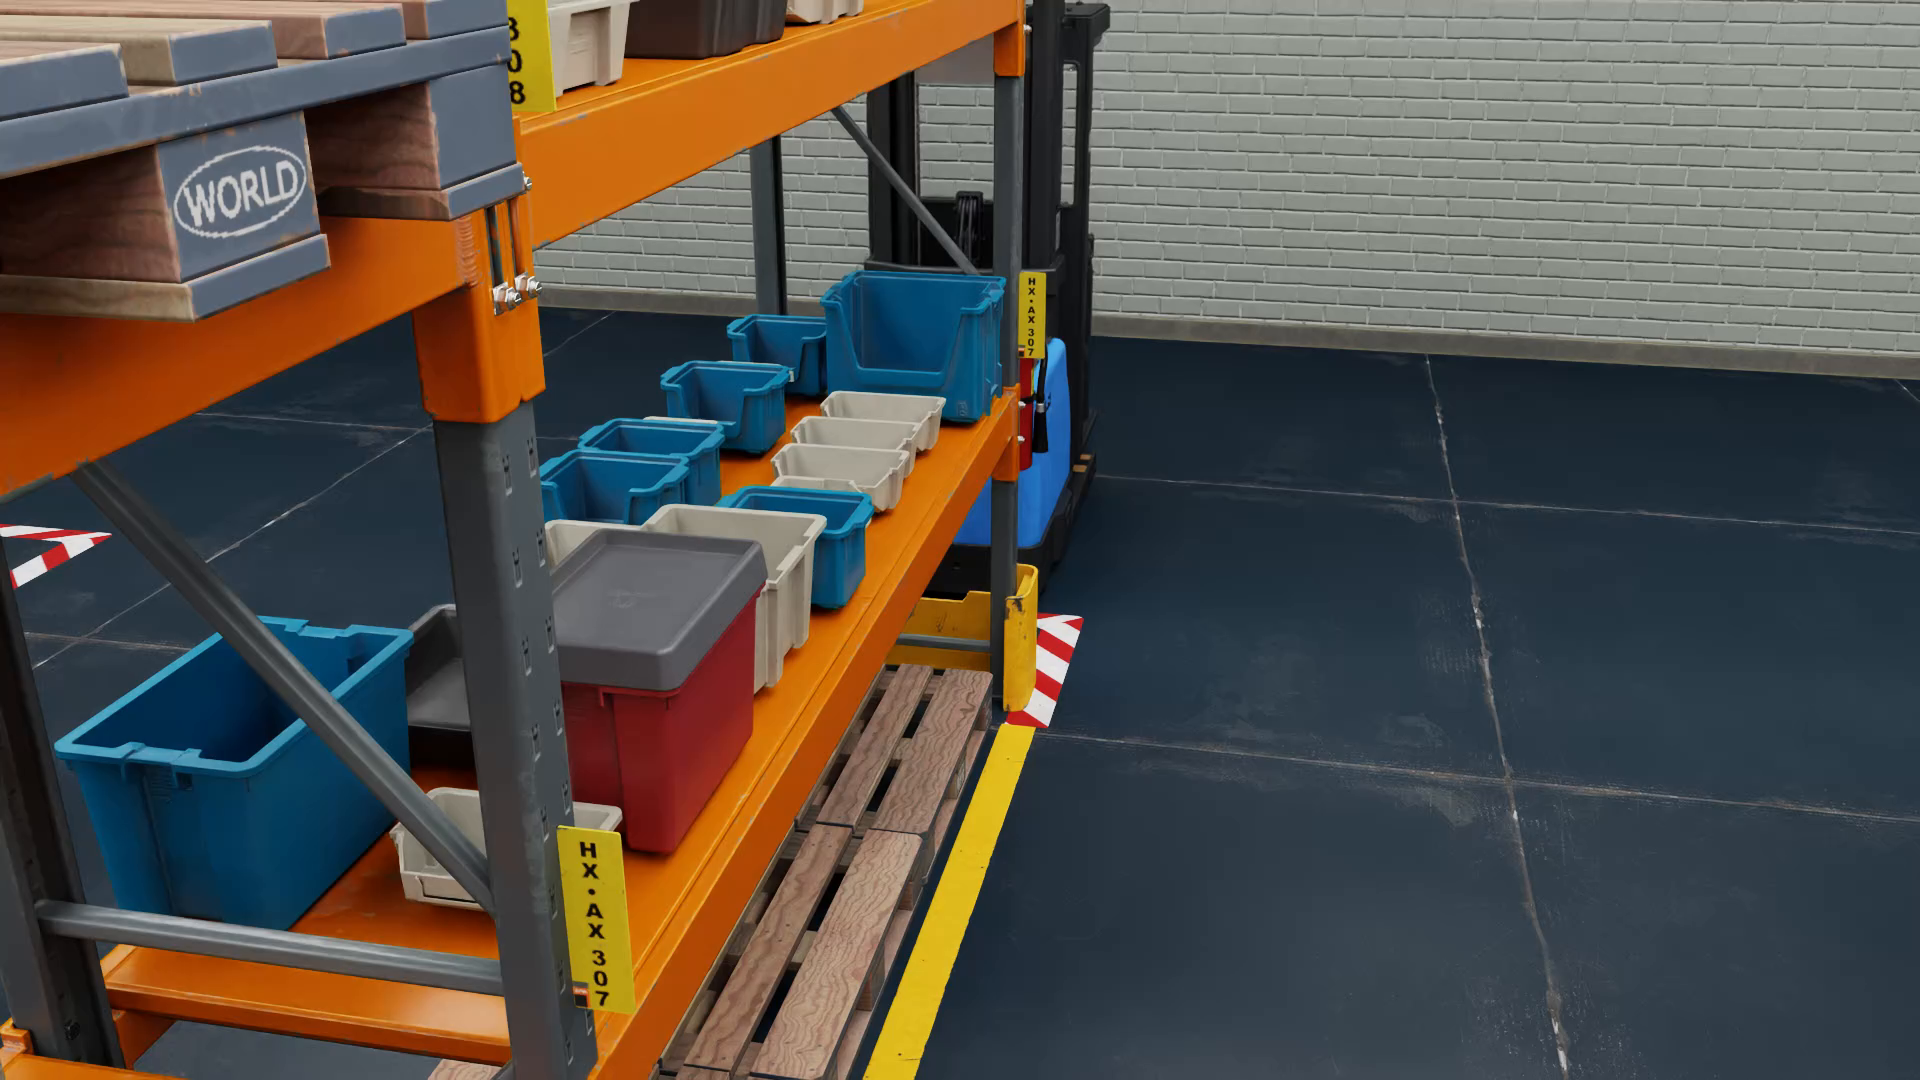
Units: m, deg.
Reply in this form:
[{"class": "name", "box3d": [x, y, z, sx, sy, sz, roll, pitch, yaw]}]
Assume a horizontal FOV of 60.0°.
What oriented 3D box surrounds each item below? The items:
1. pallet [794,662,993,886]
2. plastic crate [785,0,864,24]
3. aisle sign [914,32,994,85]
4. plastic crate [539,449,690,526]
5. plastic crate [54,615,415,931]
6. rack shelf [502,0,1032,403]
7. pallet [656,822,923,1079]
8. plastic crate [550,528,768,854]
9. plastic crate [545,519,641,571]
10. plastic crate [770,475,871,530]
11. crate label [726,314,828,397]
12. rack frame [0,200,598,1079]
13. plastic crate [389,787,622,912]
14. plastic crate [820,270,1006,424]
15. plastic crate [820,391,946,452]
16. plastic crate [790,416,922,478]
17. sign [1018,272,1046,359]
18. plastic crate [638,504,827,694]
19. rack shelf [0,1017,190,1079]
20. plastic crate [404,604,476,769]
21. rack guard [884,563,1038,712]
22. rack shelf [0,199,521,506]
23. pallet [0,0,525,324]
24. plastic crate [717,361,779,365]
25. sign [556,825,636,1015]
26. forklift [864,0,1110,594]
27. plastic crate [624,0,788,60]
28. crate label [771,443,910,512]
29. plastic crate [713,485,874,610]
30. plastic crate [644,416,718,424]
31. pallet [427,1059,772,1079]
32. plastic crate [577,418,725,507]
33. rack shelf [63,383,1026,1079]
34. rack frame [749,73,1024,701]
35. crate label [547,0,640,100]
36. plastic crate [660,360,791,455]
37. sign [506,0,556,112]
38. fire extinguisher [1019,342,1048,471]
[{"class": "pallet", "box3d": [-0.480, 0.796, 6.096, 1.003, 0.211, 1.213, 4, 22, 11]}, {"class": "plastic crate", "box3d": [-0.452, -1.291, 3.882, 0.437, 0.136, 0.530, 4, 22, 11]}, {"class": "aisle sign", "box3d": [0.028, -2.006, 5.841, 0.394, 0.787, 0.004, 4, 22, 11]}, {"class": "plastic crate", "box3d": [-0.976, -0.090, 4.706, 0.416, 0.233, 0.300, 4, 22, 11]}, {"class": "plastic crate", "box3d": [-1.328, 0.449, 3.164, 0.392, 0.384, 0.575, 4, 22, 11]}, {"class": "rack shelf", "box3d": [-0.681, -1.123, 4.074, 1.077, 0.370, 4.000, 4, 22, 11]}, {"class": "pallet", "box3d": [-0.731, 1.240, 4.991, 1.003, 0.211, 1.213, 4, 22, 11]}, {"class": "plastic crate", "box3d": [-0.662, 0.301, 3.424, 0.402, 0.464, 0.583, 4, 22, 11]}, {"class": "plastic crate", "box3d": [-1.028, 0.101, 4.360, 0.293, 0.136, 0.466, 4, 22, 11]}, {"class": "plastic crate", "box3d": [-0.411, -0.072, 4.789, 0.298, 0.136, 0.250, 4, 22, 11]}, {"class": "crate label", "box3d": [-0.646, -0.682, 6.175, 0.416, 0.233, 0.303, 4, 22, 11]}, {"class": "rack frame", "box3d": [-1.086, 0.667, 2.683, 0.949, 2.616, 0.053, 4, 22, 11]}, {"class": "plastic crate", "box3d": [-0.855, 0.601, 3.118, 0.396, 0.136, 0.243, 4, 22, 11]}, {"class": "plastic crate", "box3d": [-0.159, -0.704, 5.959, 0.616, 0.435, 0.499, 4, 22, 11]}, {"class": "plastic crate", "box3d": [-0.262, -0.390, 5.580, 0.396, 0.136, 0.243, 4, 22, 11]}, {"class": "plastic crate", "box3d": [-0.336, -0.285, 5.319, 0.396, 0.136, 0.243, 4, 22, 11]}, {"class": "sign", "box3d": [0.269, -0.836, 6.196, 0.100, 0.325, 0.005, 4, 22, 11]}, {"class": "plastic crate", "box3d": [-0.598, 0.149, 4.047, 0.437, 0.282, 0.530, 4, 22, 11]}, {"class": "rack shelf", "box3d": [-1.498, 1.731, 1.002, 1.077, 0.370, 4.000, 4, 22, 11]}, {"class": "plastic crate", "box3d": [-1.124, 0.336, 3.791, 0.437, 0.125, 0.590, 4, 22, 11]}, {"class": "rack guard", "box3d": [-0.281, 0.353, 6.808, 1.175, 0.500, 0.348, 4, 22, 11]}, {"class": "rack shelf", "box3d": [-1.498, 0.340, 0.442, 1.077, 0.370, 4.000, 4, 22, 11]}, {"class": "pallet", "box3d": [-1.154, -0.343, 1.429, 1.213, 0.211, 1.003, 4, 22, 11]}, {"class": "plastic crate", "box3d": [-0.792, -0.526, 5.917, 0.250, 0.136, 0.298, 4, 22, 11]}, {"class": "sign", "box3d": [-0.551, 0.581, 2.527, 0.100, 0.325, 0.005, 4, 22, 11]}, {"class": "forklift", "box3d": [0.139, -1.617, 8.445, 1.130, 2.935, 3.031, 4, 22, 11]}, {"class": "plastic crate", "box3d": [-0.568, -1.098, 3.224, 0.497, 0.269, 0.590, 4, 22, 11]}, {"class": "crate label", "box3d": [-0.369, -0.181, 5.062, 0.396, 0.136, 0.243, 4, 22, 11]}, {"class": "plastic crate", "box3d": [-0.441, 0.024, 4.423, 0.416, 0.233, 0.300, 4, 22, 11]}, {"class": "plastic crate", "box3d": [-0.931, -0.278, 5.301, 0.250, 0.136, 0.298, 4, 22, 11]}, {"class": "pallet", "box3d": [-0.977, 1.688, 3.880, 1.003, 0.211, 1.213, 4, 22, 11]}, {"class": "plastic crate", "box3d": [-0.915, -0.200, 4.979, 0.416, 0.233, 0.300, 4, 22, 11]}, {"class": "rack shelf", "box3d": [-0.681, 0.269, 4.635, 1.077, 0.370, 4.000, 4, 22, 11]}, {"class": "rack frame", "box3d": [-0.273, -0.797, 6.316, 1.000, 3.000, 0.127, 4, 22, 11]}, {"class": "crate label", "box3d": [-0.707, -0.760, 2.563, 0.293, 0.136, 0.466, 4, 22, 11]}, {"class": "plastic crate", "box3d": [-0.780, -0.441, 5.577, 0.416, 0.233, 0.300, 4, 22, 11]}, {"class": "sign", "box3d": [-0.551, -0.687, 2.016, 0.100, 0.325, 0.005, 4, 22, 11]}, {"class": "fire extinguisher", "box3d": [0.202, -0.608, 6.451, 0.296, 0.674, 0.183, 4, 22, 11]}]
